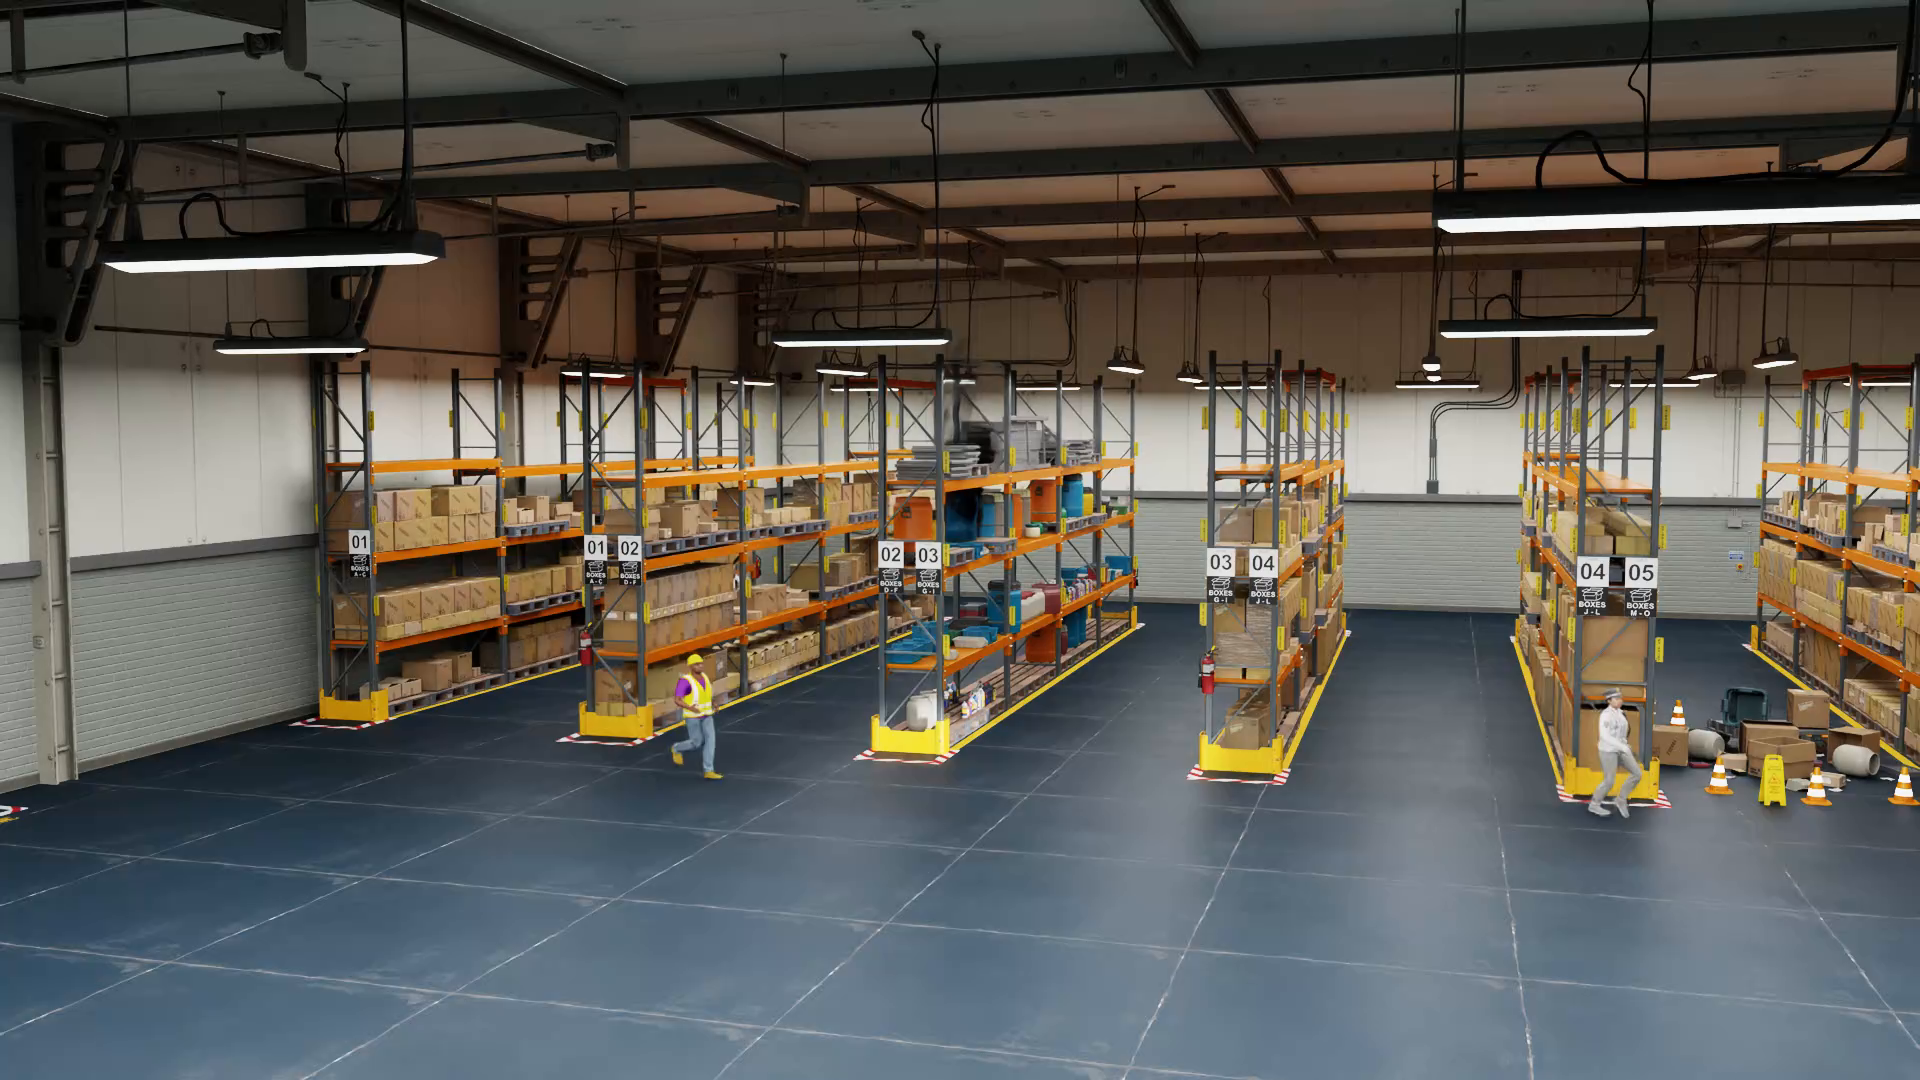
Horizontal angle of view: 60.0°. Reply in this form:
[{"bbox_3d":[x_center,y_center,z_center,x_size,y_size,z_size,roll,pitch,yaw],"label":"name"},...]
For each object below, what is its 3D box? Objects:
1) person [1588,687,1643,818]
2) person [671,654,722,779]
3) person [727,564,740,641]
[{"bbox_3d":[8.252,2.672,20.960,0.629,1.678,0.628,-4,6,-44],"label":"person"},{"bbox_3d":[-3.677,2.472,23.378,0.919,1.738,0.713,3,5,40],"label":"person"},{"bbox_3d":[-5.168,1.415,37.992,0.647,1.783,0.726,1,4,13],"label":"person"}]
